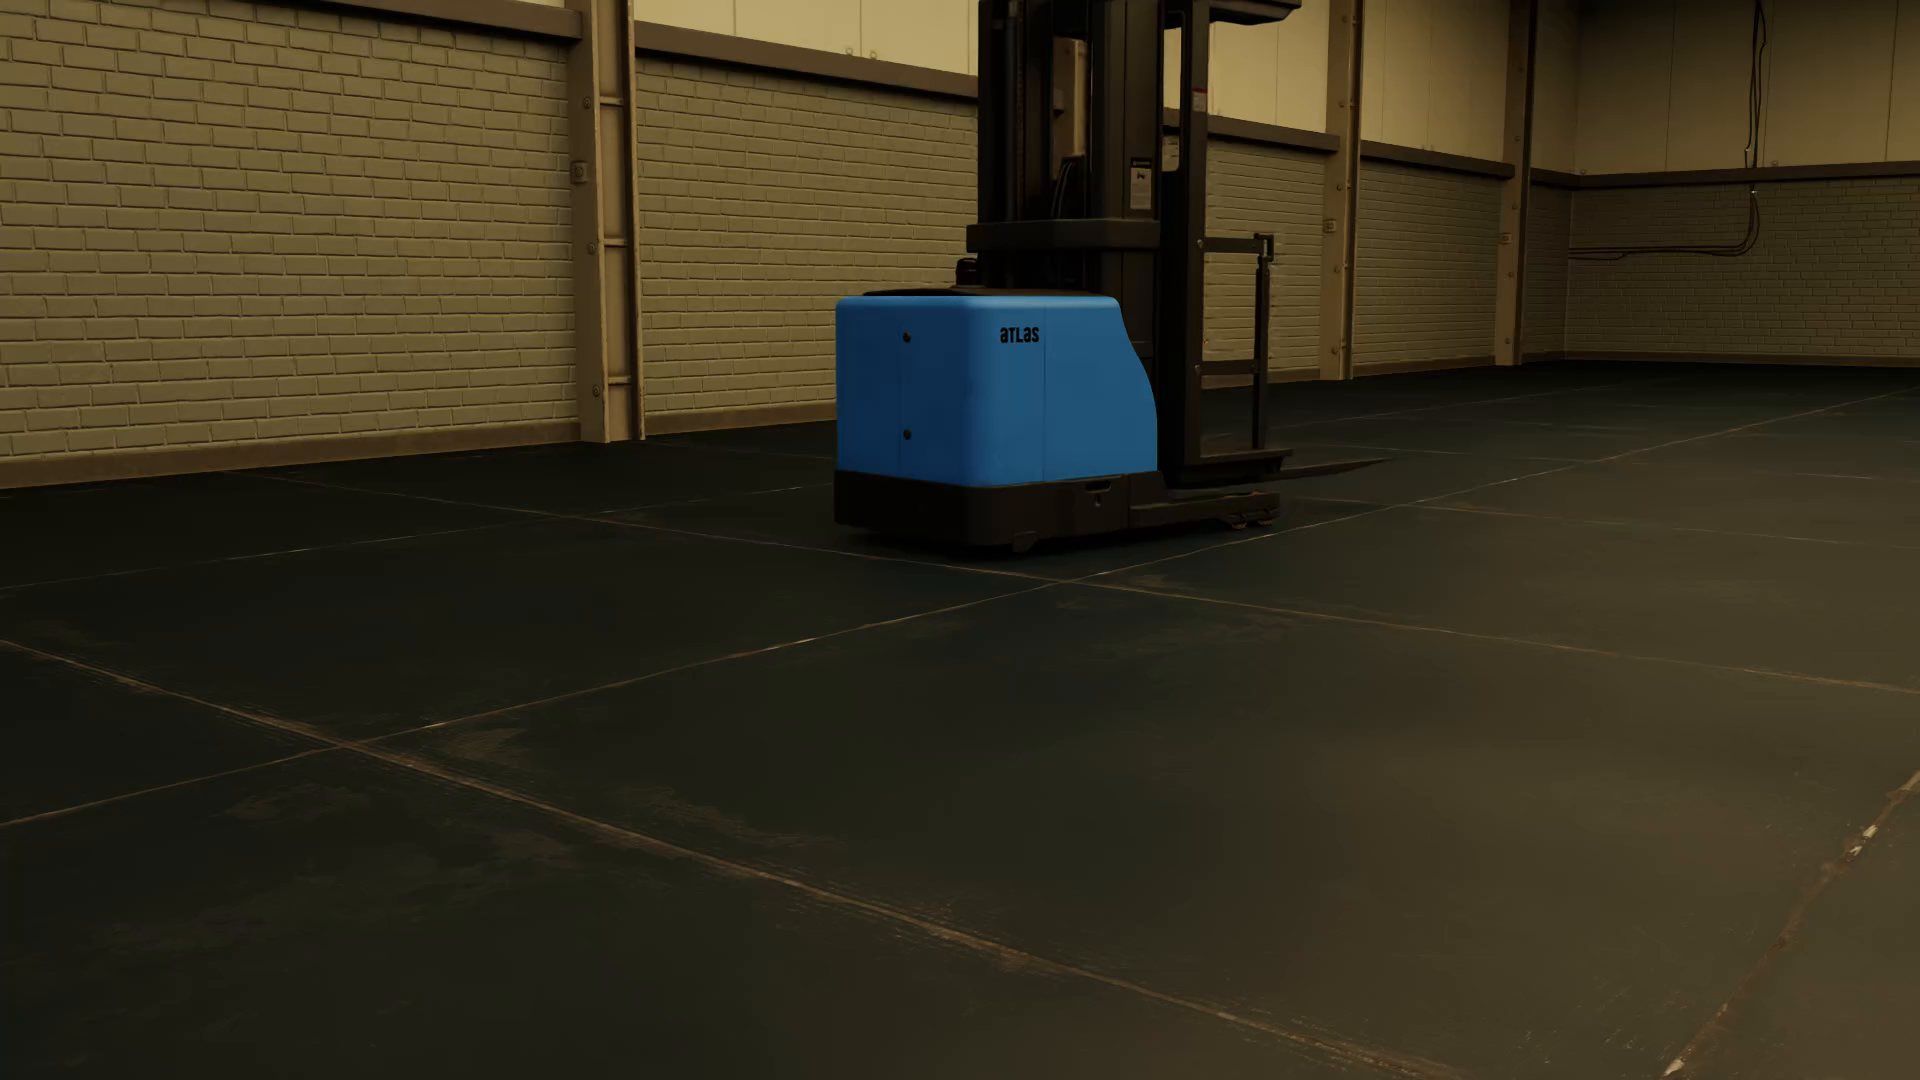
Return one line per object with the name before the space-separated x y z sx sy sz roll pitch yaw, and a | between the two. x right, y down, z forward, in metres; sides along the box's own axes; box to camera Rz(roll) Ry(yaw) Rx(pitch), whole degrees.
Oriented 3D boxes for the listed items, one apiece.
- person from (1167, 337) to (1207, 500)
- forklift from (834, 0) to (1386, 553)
person | 0.808 -0.883 8.111 0.730 1.529 0.765 -1 8 -5
forklift | 0.882 -1.548 7.863 3.031 2.935 1.130 -7 11 -40
